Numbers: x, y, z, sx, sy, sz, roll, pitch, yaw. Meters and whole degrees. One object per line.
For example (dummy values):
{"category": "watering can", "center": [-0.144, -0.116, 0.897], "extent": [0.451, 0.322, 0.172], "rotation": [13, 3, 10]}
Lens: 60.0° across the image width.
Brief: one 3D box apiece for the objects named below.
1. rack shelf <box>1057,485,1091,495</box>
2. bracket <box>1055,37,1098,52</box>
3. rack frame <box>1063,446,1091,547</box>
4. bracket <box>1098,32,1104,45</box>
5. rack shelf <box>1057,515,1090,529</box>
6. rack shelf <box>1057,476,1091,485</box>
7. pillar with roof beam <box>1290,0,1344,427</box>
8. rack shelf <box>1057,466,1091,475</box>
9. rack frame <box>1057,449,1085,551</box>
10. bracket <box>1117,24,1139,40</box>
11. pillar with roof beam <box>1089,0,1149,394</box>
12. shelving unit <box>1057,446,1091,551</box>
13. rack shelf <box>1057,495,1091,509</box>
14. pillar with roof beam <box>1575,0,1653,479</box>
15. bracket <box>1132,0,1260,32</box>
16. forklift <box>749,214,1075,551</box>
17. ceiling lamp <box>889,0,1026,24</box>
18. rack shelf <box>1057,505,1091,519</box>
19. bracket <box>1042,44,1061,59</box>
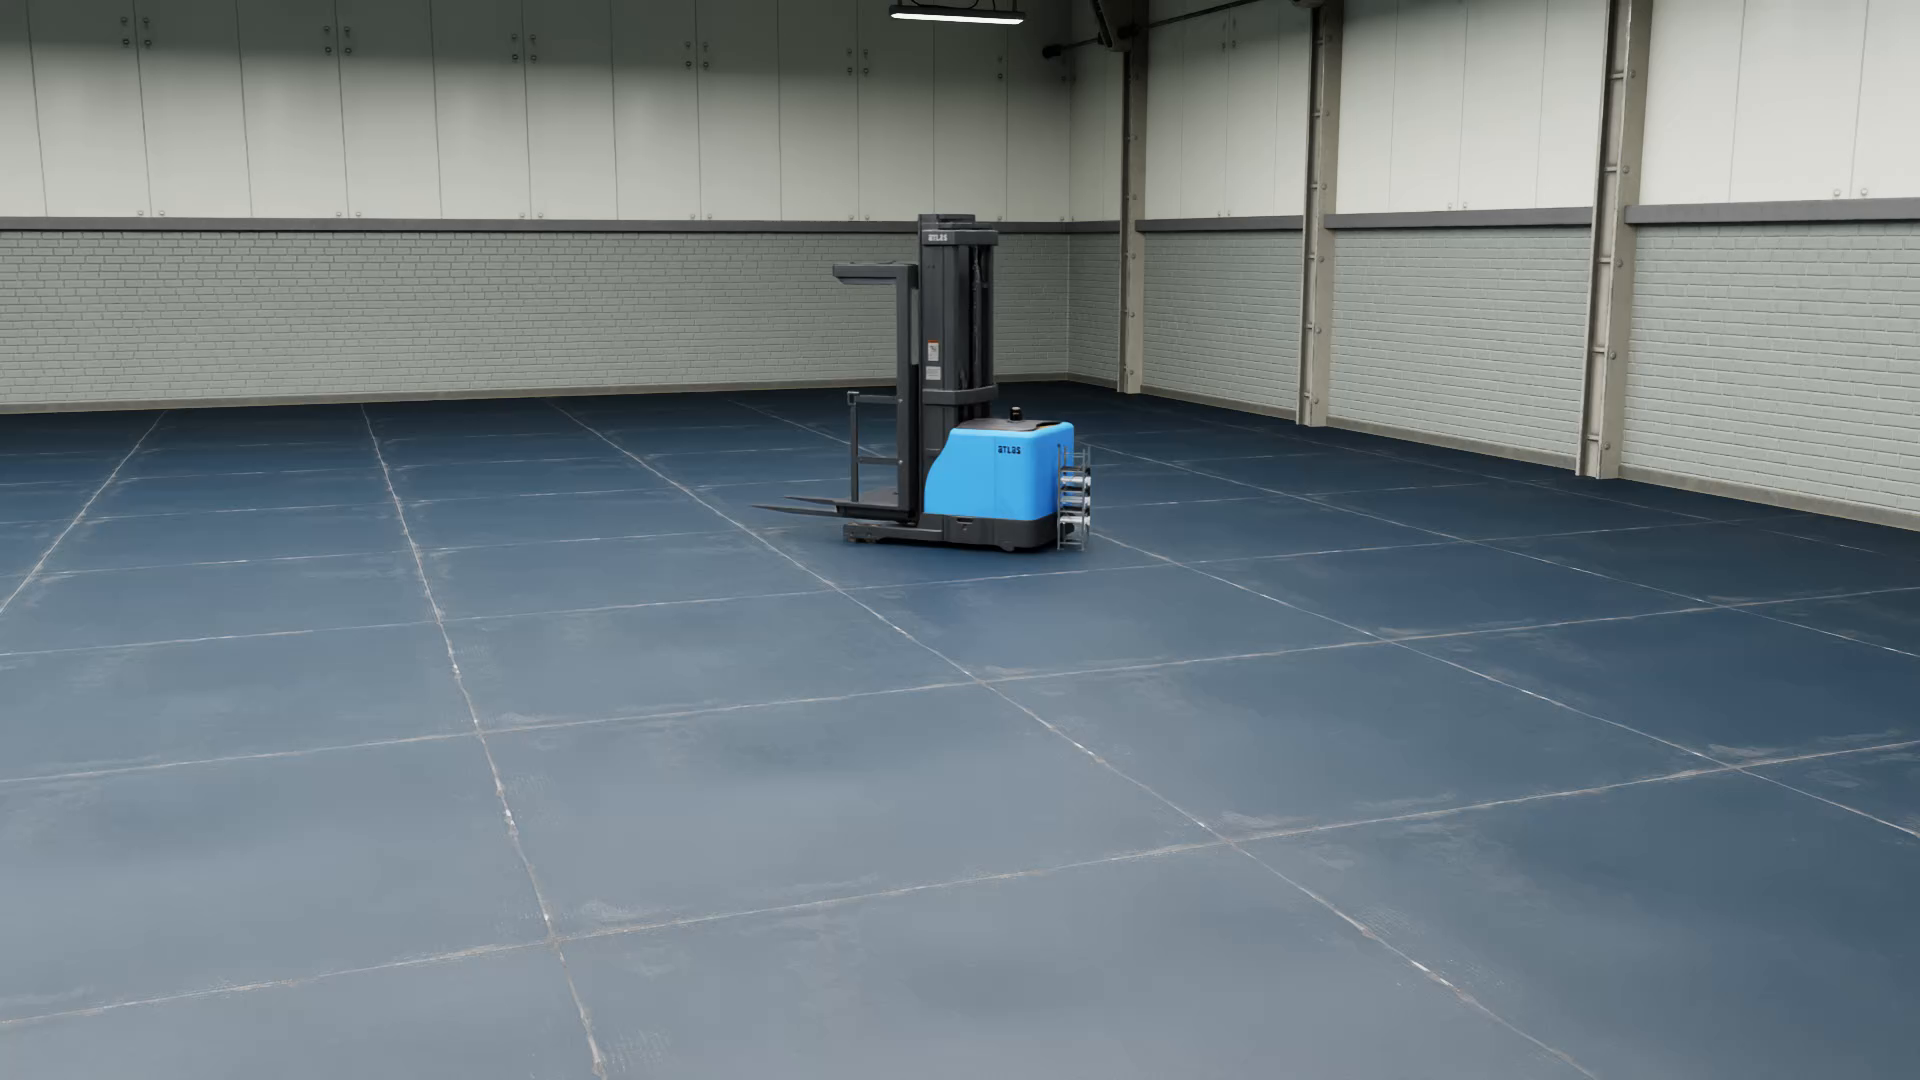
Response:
{"category": "rack shelf", "center": [1.012, -0.427, 14.755], "extent": [0.258, 0.077, 0.200], "rotation": [3, 11, 17]}
{"category": "bracket", "center": [1.976, -9.241, 31.230], "extent": [0.076, 0.066, 3.189], "rotation": [-4, 11, -21]}
{"category": "rack frame", "center": [1.043, -0.388, 14.860], "extent": [0.240, 0.900, 0.006], "rotation": [3, 11, 17]}
{"category": "bracket", "center": [2.621, -8.951, 29.597], "extent": [0.235, 0.232, 0.430], "rotation": [-4, 11, -21]}
{"category": "rack shelf", "center": [1.012, -0.161, 14.802], "extent": [0.258, 0.077, 0.200], "rotation": [3, 11, 17]}
{"category": "rack shelf", "center": [1.012, -0.515, 14.739], "extent": [0.258, 0.077, 0.200], "rotation": [3, 11, 17]}
{"category": "pillar with roof beam", "center": [1.264, -5.881, 22.617], "extent": [9.100, 9.000, 0.548], "rotation": [-4, 11, -21]}
{"category": "rack shelf", "center": [1.012, -0.604, 14.724], "extent": [0.258, 0.077, 0.200], "rotation": [3, 11, 17]}
{"category": "rack frame", "center": [0.982, -0.354, 14.670], "extent": [0.240, 0.900, 0.006], "rotation": [3, 11, 17]}
{"category": "bracket", "center": [2.922, -8.816, 28.836], "extent": [0.235, 0.232, 0.430], "rotation": [-4, 11, -21]}
{"category": "pillar with roof beam", "center": [-0.910, -6.860, 28.123], "extent": [9.100, 9.000, 0.548], "rotation": [-4, 11, -21]}
{"category": "shelving unit", "center": [1.012, -0.371, 14.765], "extent": [0.258, 0.900, 0.210], "rotation": [3, 11, 17]}
{"category": "rack shelf", "center": [1.012, -0.338, 14.771], "extent": [0.258, 0.077, 0.200], "rotation": [3, 11, 17]}
{"category": "pillar with roof beam", "center": [3.439, -4.902, 17.111], "extent": [9.100, 9.000, 0.400], "rotation": [-4, 11, -21]}
{"category": "bracket", "center": [3.856, -8.395, 26.472], "extent": [0.076, 0.066, 4.783], "rotation": [-4, 11, -21]}
{"category": "forklift", "center": [-0.504, -1.496, 15.290], "extent": [3.031, 2.935, 1.130], "rotation": [5, 11, 25]}
{"category": "ceiling lamp", "center": [-0.121, -9.062, 23.832], "extent": [2.000, 3.185, 0.800], "rotation": [-4, 11, -21]}
{"category": "rack shelf", "center": [1.012, -0.249, 14.787], "extent": [0.258, 0.077, 0.200], "rotation": [3, 11, 17]}
{"category": "bracket", "center": [1.762, -9.338, 31.772], "extent": [0.235, 0.232, 0.430], "rotation": [-4, 11, -21]}
